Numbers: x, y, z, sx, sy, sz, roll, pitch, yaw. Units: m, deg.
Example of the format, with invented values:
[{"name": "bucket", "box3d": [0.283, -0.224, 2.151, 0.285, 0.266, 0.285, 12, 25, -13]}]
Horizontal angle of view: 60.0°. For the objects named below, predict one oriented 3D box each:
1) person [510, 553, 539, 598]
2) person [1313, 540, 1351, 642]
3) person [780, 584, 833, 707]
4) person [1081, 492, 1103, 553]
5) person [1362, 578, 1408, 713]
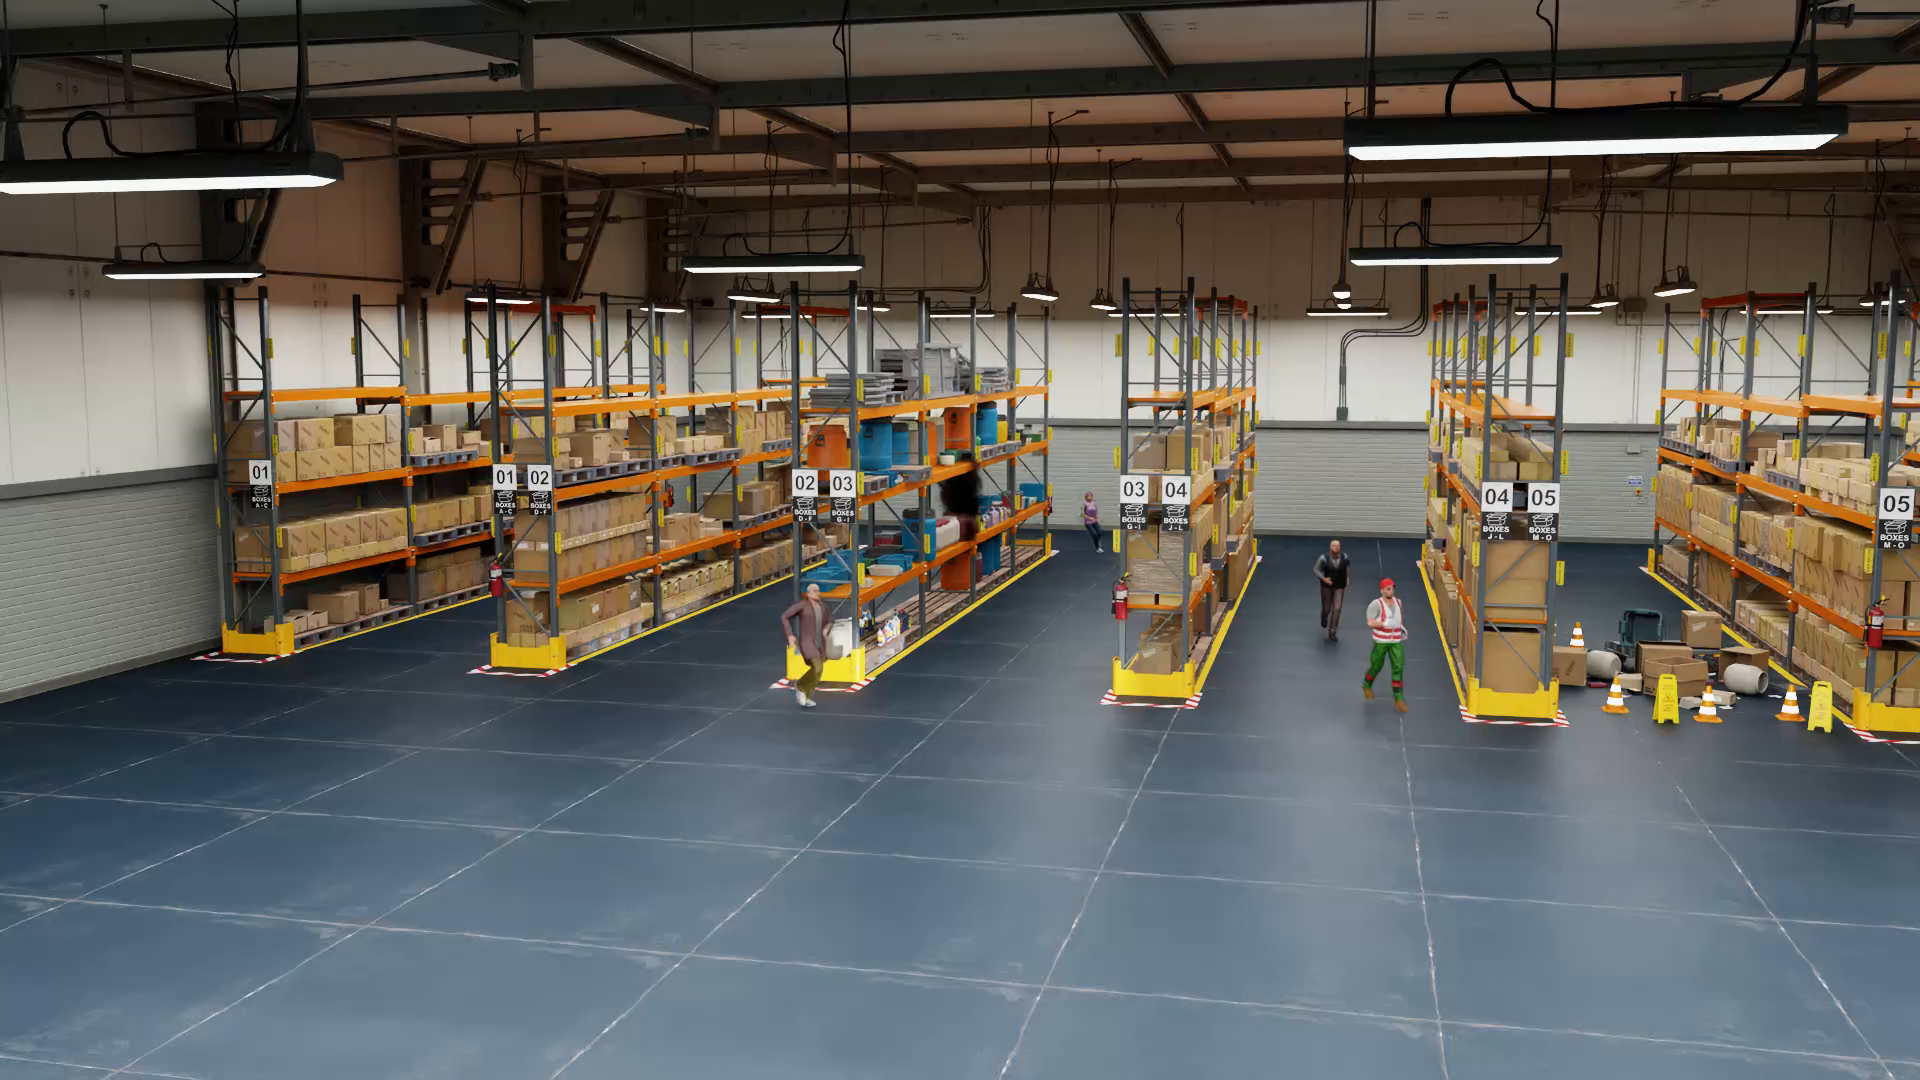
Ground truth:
[{"name": "person", "box3d": [-7.564, 0.749, 29.261, 0.647, 1.845, 0.800, 1, 7, 9]}, {"name": "person", "box3d": [6.476, 0.845, 28.910, 0.682, 1.716, 0.957, 0, 7, 1]}, {"name": "person", "box3d": [-2.062, 1.474, 23.253, 0.611, 1.721, 0.707, 6, 9, 42]}, {"name": "person", "box3d": [3.252, -0.432, 40.665, 0.635, 1.500, 0.465, -3, 7, -24]}, {"name": "person", "box3d": [5.955, 1.432, 23.215, 0.661, 1.805, 0.957, -2, 7, -13]}]
